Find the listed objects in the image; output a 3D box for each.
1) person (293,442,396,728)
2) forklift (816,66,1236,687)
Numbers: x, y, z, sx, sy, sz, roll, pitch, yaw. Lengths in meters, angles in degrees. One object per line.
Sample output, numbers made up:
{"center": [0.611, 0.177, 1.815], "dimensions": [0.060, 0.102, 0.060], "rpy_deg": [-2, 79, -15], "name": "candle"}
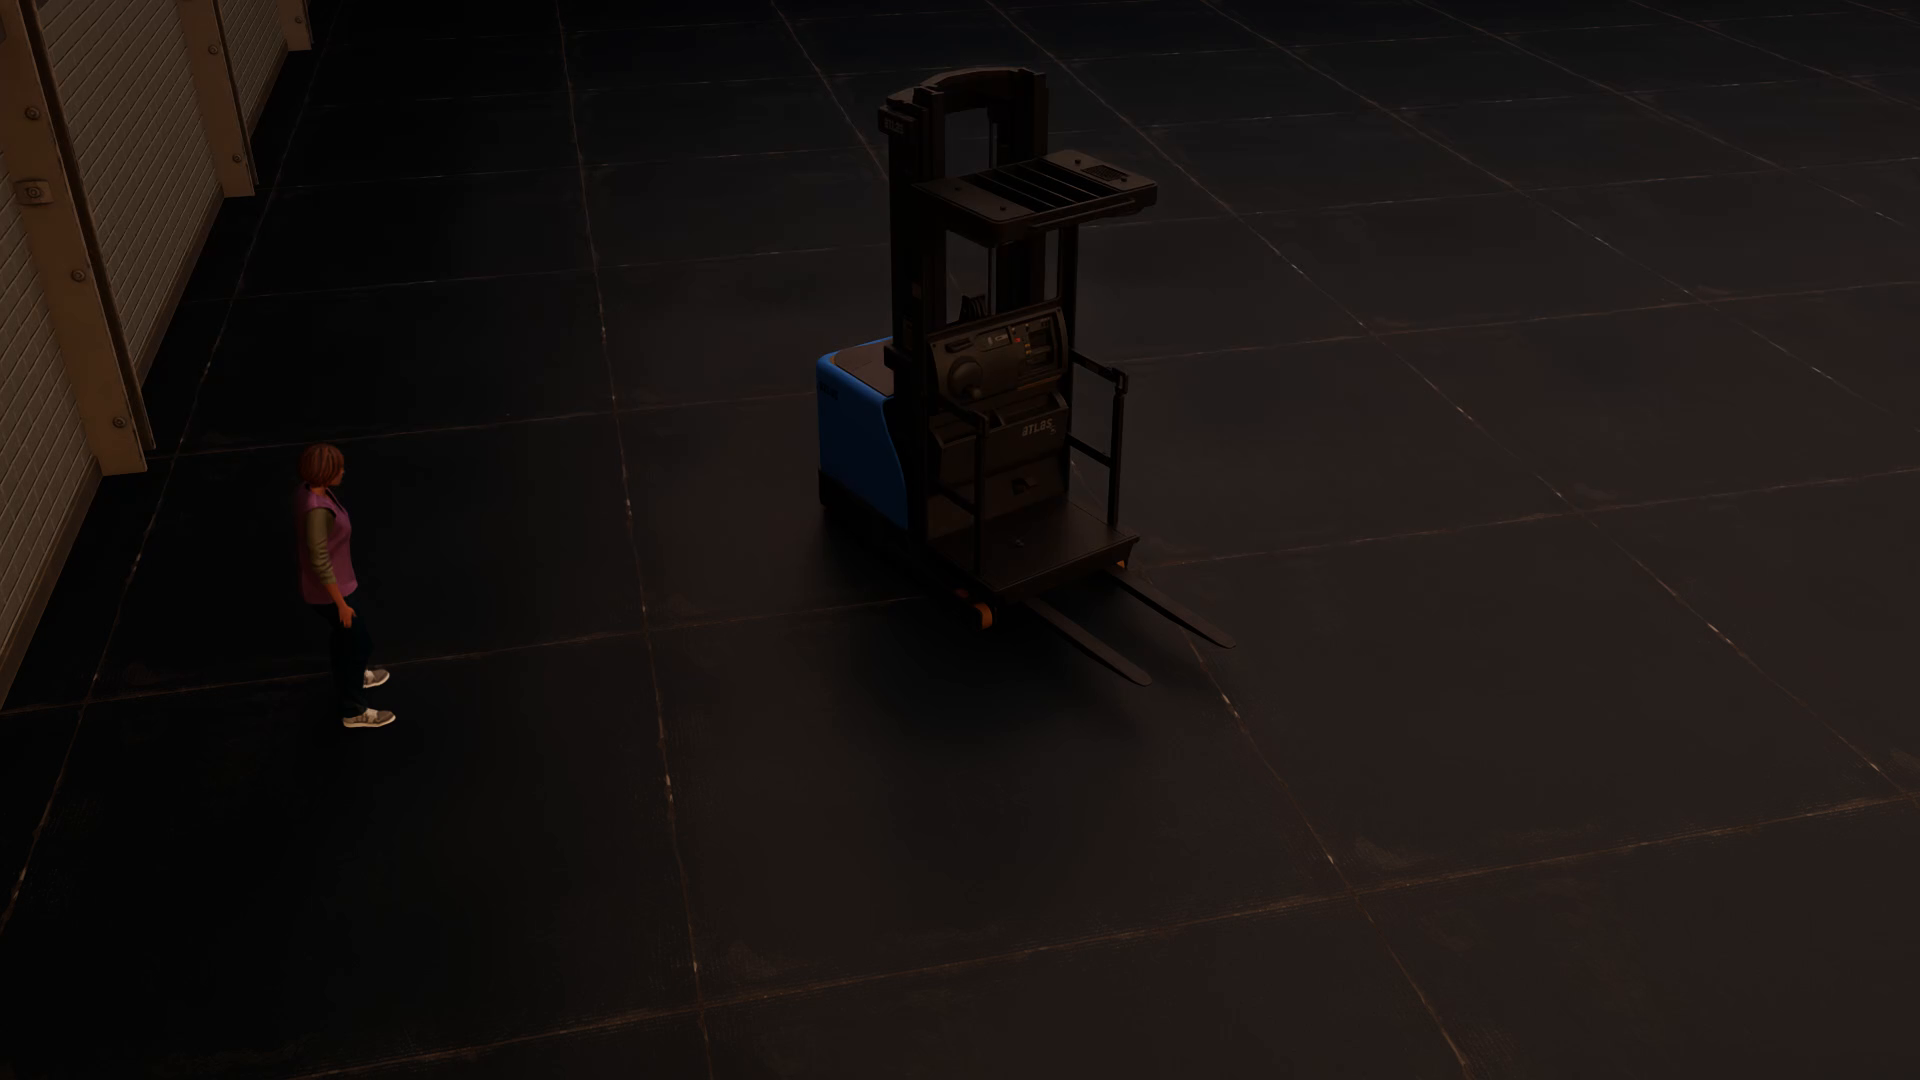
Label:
{"center": [-3.196, 0.229, 8.524], "dimensions": [0.366, 1.587, 0.582], "rpy_deg": [-14, 33, -23], "name": "person"}
{"center": [0.355, -1.021, 9.338], "dimensions": [1.130, 2.935, 3.031], "rpy_deg": [-20, 35, -30], "name": "forklift"}
